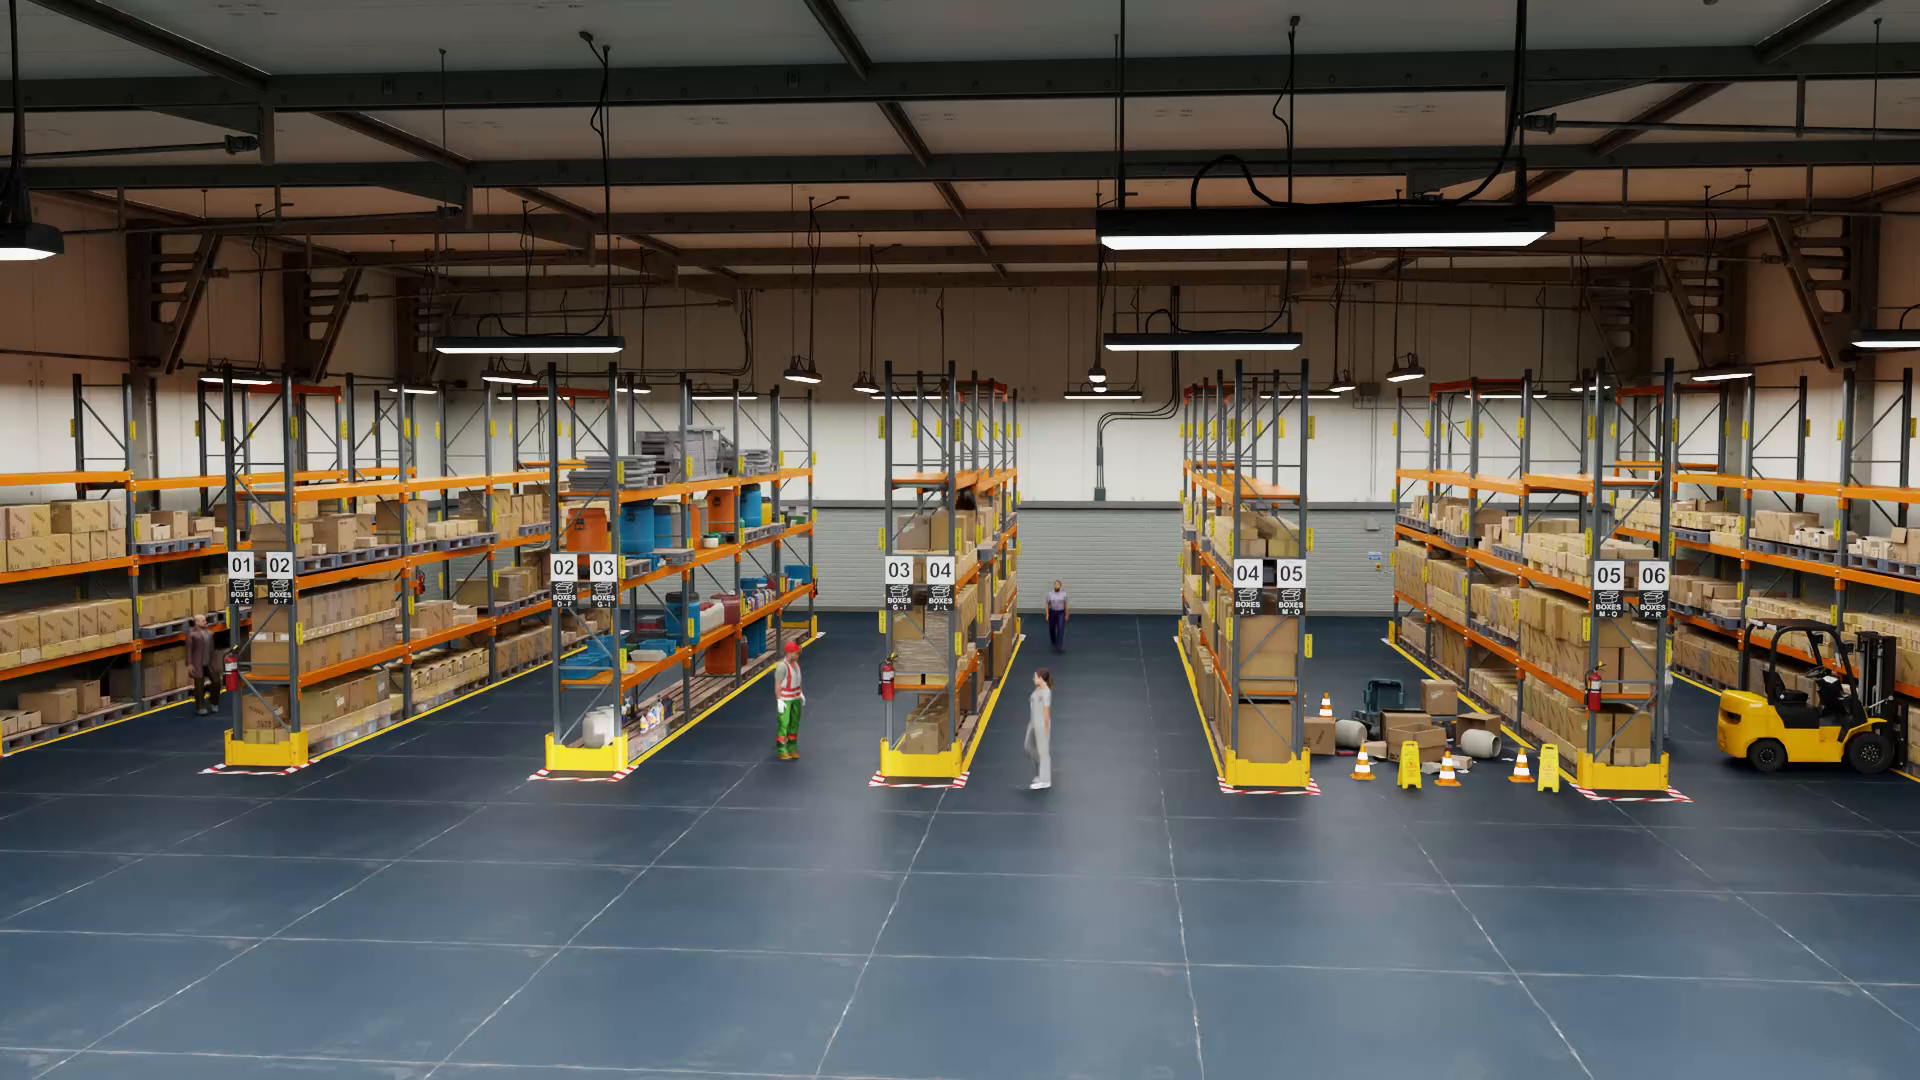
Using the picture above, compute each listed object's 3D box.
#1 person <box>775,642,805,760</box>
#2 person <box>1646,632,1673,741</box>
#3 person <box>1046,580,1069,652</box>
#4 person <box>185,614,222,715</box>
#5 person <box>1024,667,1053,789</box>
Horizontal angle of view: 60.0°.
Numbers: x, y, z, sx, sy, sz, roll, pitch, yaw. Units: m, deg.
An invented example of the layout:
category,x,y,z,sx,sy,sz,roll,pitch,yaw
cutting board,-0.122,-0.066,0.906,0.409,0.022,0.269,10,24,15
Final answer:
category,x,y,z,sx,sy,sz,roll,pitch,yaw
person,-2.591,2.446,25.346,0.434,1.795,0.561,3,5,34
person,11.274,2.366,26.909,0.456,1.766,0.649,3,5,42
person,2.211,1.723,37.860,0.520,1.584,0.929,1,4,10
person,-13.398,2.193,29.349,0.482,1.771,0.624,4,5,44
person,1.134,2.622,23.343,0.402,1.689,0.490,-1,4,-15
